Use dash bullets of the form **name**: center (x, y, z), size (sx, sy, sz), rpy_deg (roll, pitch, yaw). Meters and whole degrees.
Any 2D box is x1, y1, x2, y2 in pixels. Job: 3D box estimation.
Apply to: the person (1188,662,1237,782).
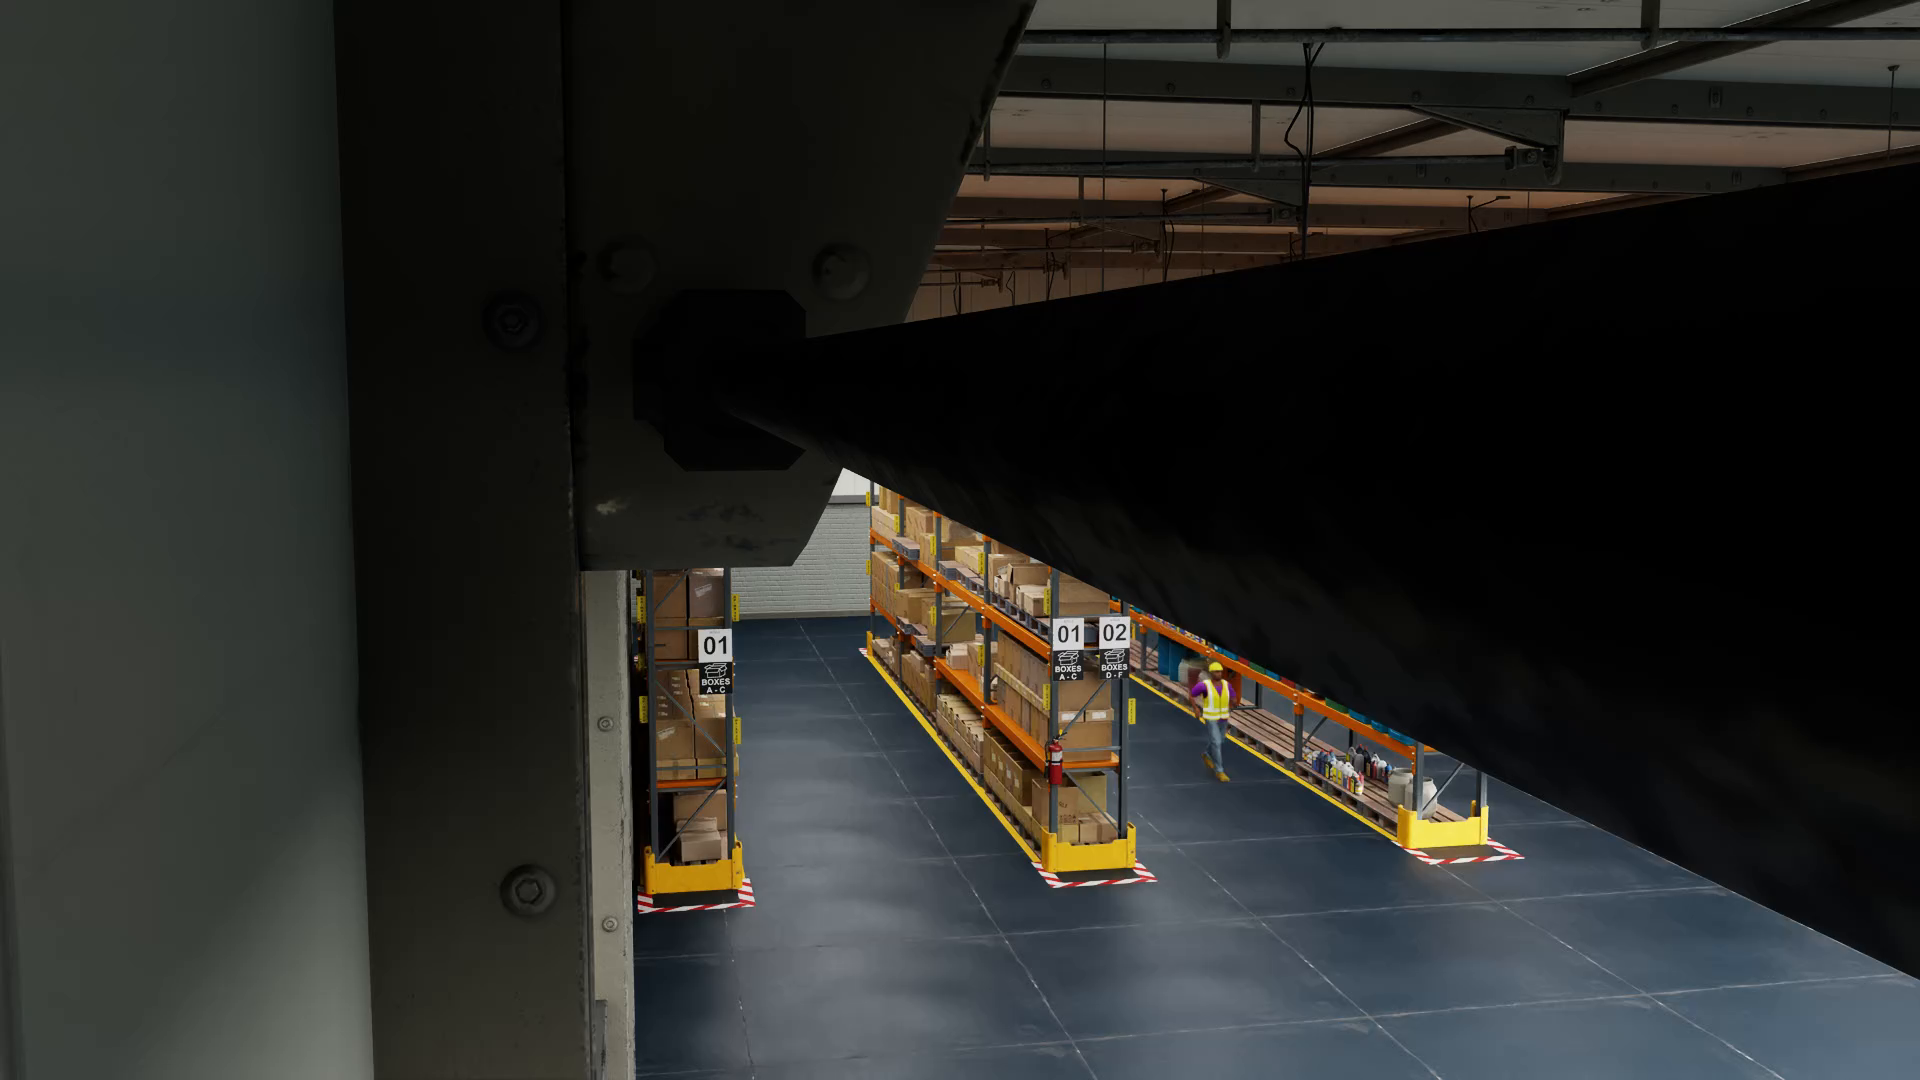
- **person**: center (3.941, 2.753, 25.595), size (0.700, 1.754, 0.989), rpy_deg (-2, 6, -22)
